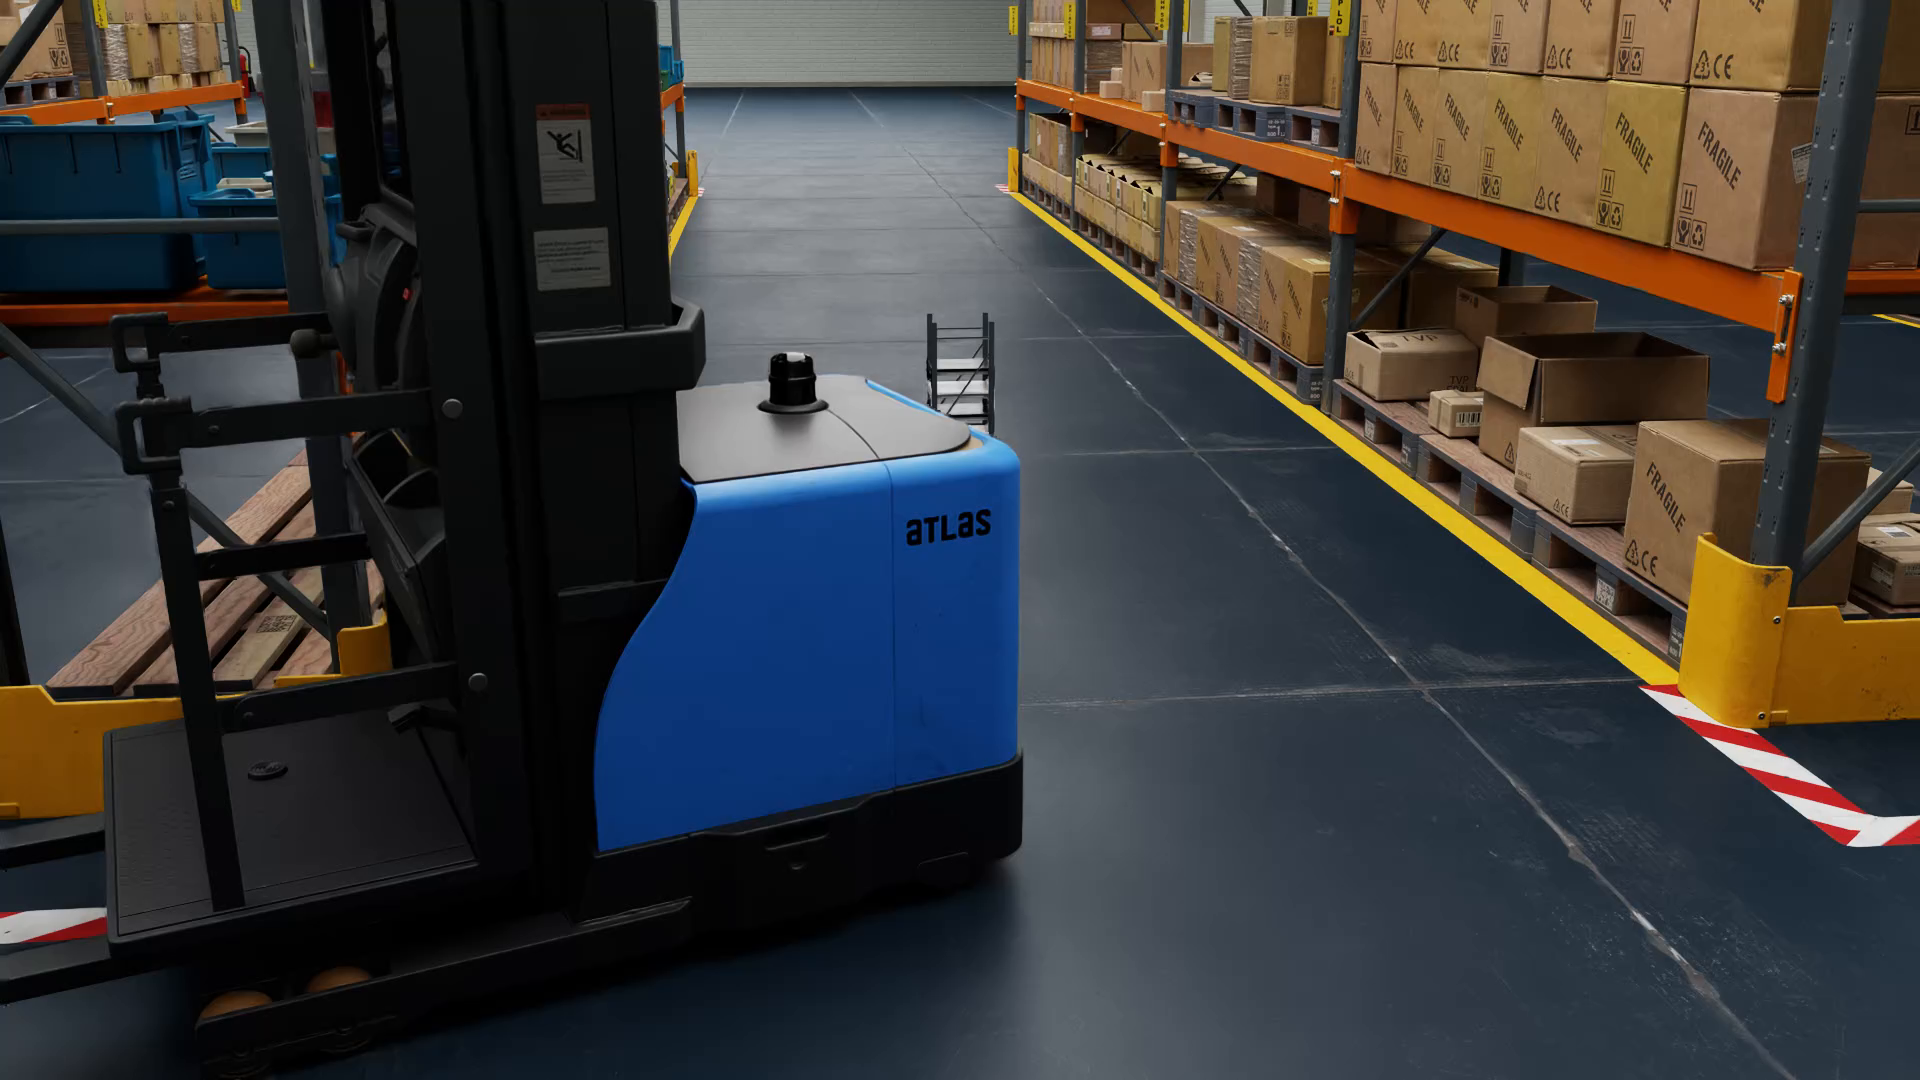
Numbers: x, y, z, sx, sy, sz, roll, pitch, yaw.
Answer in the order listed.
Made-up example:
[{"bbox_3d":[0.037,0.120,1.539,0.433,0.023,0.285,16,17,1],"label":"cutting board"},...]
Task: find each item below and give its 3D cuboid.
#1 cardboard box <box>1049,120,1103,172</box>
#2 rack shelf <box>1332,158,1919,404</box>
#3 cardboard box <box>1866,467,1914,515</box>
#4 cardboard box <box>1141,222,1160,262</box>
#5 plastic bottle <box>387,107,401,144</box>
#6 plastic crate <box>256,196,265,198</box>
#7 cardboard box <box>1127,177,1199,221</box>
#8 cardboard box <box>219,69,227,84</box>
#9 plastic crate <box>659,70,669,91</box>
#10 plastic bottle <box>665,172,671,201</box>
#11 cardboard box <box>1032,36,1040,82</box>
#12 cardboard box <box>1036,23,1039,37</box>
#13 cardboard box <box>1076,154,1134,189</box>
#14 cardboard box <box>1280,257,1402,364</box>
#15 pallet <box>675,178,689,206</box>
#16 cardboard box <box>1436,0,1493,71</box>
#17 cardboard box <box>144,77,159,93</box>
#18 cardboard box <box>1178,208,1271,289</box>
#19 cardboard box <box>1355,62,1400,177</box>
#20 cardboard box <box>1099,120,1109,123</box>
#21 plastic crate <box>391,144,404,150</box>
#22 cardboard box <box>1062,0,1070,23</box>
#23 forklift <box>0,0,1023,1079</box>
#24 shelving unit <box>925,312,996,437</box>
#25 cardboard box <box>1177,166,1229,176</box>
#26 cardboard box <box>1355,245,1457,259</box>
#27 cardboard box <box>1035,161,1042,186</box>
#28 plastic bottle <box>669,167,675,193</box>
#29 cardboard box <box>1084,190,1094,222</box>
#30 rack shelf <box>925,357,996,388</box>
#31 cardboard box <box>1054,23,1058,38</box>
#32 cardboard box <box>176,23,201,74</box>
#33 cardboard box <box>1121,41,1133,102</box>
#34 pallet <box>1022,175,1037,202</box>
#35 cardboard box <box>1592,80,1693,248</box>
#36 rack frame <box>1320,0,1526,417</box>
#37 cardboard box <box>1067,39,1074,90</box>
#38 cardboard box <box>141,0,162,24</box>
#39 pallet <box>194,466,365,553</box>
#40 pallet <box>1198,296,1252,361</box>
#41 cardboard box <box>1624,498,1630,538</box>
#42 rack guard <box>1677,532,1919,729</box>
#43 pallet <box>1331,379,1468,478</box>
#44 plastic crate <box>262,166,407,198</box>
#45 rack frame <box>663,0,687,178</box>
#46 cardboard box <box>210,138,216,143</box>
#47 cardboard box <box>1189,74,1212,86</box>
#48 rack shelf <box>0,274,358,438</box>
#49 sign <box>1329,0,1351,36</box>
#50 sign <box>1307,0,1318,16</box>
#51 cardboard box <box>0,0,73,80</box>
[{"bbox_3d":[1.235,-4.170,17.589,0.500,0.500,0.500,-2,18,-6],"label":"cardboard box"},{"bbox_3d":[2.627,-1.171,6.602,1.077,0.370,4.000,-2,18,-6],"label":"rack shelf"},{"bbox_3d":[3.008,-0.137,5.960,0.500,0.250,0.500,-2,18,-6],"label":"cardboard box"},{"bbox_3d":[1.711,-2.340,13.012,0.500,0.250,0.500,-1,17,-4],"label":"cardboard box"},{"bbox_3d":[-2.869,-2.007,8.269,0.152,0.276,0.135,-2,18,-6],"label":"plastic bottle"},{"bbox_3d":[-2.374,-0.994,5.175,0.396,0.136,0.243,-2,18,-6],"label":"plastic crate"},{"bbox_3d":[1.649,-2.761,13.418,0.500,0.311,0.500,-2,18,-6],"label":"cardboard box"},{"bbox_3d":[-8.436,-5.182,18.596,0.380,0.149,0.250,-2,18,-6],"label":"cardboard box"},{"bbox_3d":[-3.191,-4.654,16.848,0.450,0.188,0.662,-2,18,-6],"label":"plastic crate"},{"bbox_3d":[-2.997,-3.616,16.988,0.061,0.283,0.133,-1,17,-3],"label":"plastic bottle"},{"bbox_3d":[1.219,-5.594,19.321,0.700,0.500,0.500,-2,18,-6],"label":"cardboard box"},{"bbox_3d":[1.064,-5.766,18.787,0.380,0.149,0.250,-2,18,-5],"label":"cardboard box"},{"bbox_3d":[1.391,-3.519,15.832,0.500,0.311,0.500,-2,18,-5],"label":"cardboard box"},{"bbox_3d":[2.085,-1.266,9.140,0.500,0.500,0.500,-2,18,-6],"label":"cardboard box"},{"bbox_3d":[-3.611,-3.940,18.875,1.003,0.211,1.213,-2,18,-6],"label":"pallet"},{"bbox_3d":[2.296,-2.179,6.775,0.500,0.500,0.500,-2,18,-7],"label":"cardboard box"},{"bbox_3d":[-8.067,-4.441,16.234,0.380,0.149,0.250,-2,18,-6],"label":"cardboard box"},{"bbox_3d":[1.831,-2.019,11.540,0.500,0.500,0.500,-2,18,-8],"label":"cardboard box"},{"bbox_3d":[2.202,-1.998,7.866,0.500,0.500,0.500,-1,17,-4],"label":"cardboard box"},{"bbox_3d":[1.756,-4.186,17.640,0.500,0.500,0.500,-2,18,-6],"label":"cardboard box"},{"bbox_3d":[-2.601,-1.718,7.483,0.396,0.136,0.243,-2,18,-6],"label":"plastic crate"},{"bbox_3d":[1.439,-5.592,17.150,0.700,0.500,0.500,-2,18,-6],"label":"cardboard box"},{"bbox_3d":[-1.400,-0.515,3.423,3.031,2.935,1.130,-9,19,-25],"label":"forklift"},{"bbox_3d":[0.001,-0.427,6.535,0.258,0.900,0.210,-2,18,-6],"label":"shelving unit"},{"bbox_3d":[2.080,-3.085,14.448,0.500,0.311,0.500,-2,18,-6],"label":"cardboard box"},{"bbox_3d":[2.547,-1.438,9.688,0.500,0.500,0.500,-2,17,-5],"label":"cardboard box"},{"bbox_3d":[1.123,-4.110,18.649,0.500,0.250,0.500,-2,18,-6],"label":"cardboard box"},{"bbox_3d":[-3.120,-3.835,17.696,0.152,0.276,0.135,-2,18,-5],"label":"plastic bottle"},{"bbox_3d":[1.442,-3.102,15.440,0.500,0.250,0.500,-1,17,-4],"label":"cardboard box"},{"bbox_3d":[0.001,-0.653,6.464,0.258,0.077,0.200,-2,18,-6],"label":"rack shelf"},{"bbox_3d":[1.195,-5.383,17.566,0.380,0.149,0.250,-1,17,-4],"label":"cardboard box"},{"bbox_3d":[-8.462,-5.110,17.283,0.875,0.500,0.500,-2,18,-6],"label":"cardboard box"},{"bbox_3d":[1.713,-4.155,14.738,0.500,0.500,0.500,-1,17,-2],"label":"cardboard box"},{"bbox_3d":[1.304,-4.129,19.476,1.003,0.211,1.213,-2,18,-6],"label":"pallet"},{"bbox_3d":[2.459,-1.246,5.471,0.500,0.500,0.500,-2,18,-5],"label":"cardboard box"},{"bbox_3d":[2.421,-2.111,8.392,1.000,3.000,0.127,-2,18,-6],"label":"rack frame"},{"bbox_3d":[1.483,-4.831,16.889,0.700,0.500,0.500,-2,18,-6],"label":"cardboard box"},{"bbox_3d":[-8.156,-5.296,16.204,0.500,0.500,0.500,-2,18,-6],"label":"cardboard box"},{"bbox_3d":[-2.263,-0.046,6.471,1.003,0.211,1.213,-2,18,-6],"label":"pallet"},{"bbox_3d":[2.170,-1.386,10.738,1.003,0.211,1.213,-2,18,-6],"label":"pallet"},{"bbox_3d":[2.580,-0.055,5.839,0.380,0.166,0.250,-2,18,-6],"label":"cardboard box"},{"bbox_3d":[2.826,0.251,5.042,1.175,0.500,0.348,-2,18,-6],"label":"rack guard"},{"bbox_3d":[2.491,-0.575,8.158,1.003,0.211,1.213,-2,18,-6],"label":"pallet"},{"bbox_3d":[-1.860,-0.995,5.019,0.416,0.233,0.300,-2,18,-6],"label":"plastic crate"},{"bbox_3d":[-3.744,-5.534,19.296,1.000,3.000,0.127,-2,18,-6],"label":"rack frame"},{"bbox_3d":[-8.623,-4.202,18.526,0.500,0.500,0.500,1,17,5],"label":"cardboard box"},{"bbox_3d":[2.014,-3.369,12.551,0.500,0.311,0.500,-1,17,-2],"label":"cardboard box"},{"bbox_3d":[-2.300,-1.020,6.118,1.077,0.370,4.000,-2,18,-6],"label":"rack shelf"},{"bbox_3d":[1.869,-2.645,8.160,0.100,0.325,0.005,-2,18,-6],"label":"sign"},{"bbox_3d":[2.547,-3.836,12.089,0.100,0.325,0.005,-2,18,-6],"label":"sign"},{"bbox_3d":[-8.316,-4.435,14.092,1.000,1.000,1.000,-2,18,-5],"label":"cardboard box"}]
